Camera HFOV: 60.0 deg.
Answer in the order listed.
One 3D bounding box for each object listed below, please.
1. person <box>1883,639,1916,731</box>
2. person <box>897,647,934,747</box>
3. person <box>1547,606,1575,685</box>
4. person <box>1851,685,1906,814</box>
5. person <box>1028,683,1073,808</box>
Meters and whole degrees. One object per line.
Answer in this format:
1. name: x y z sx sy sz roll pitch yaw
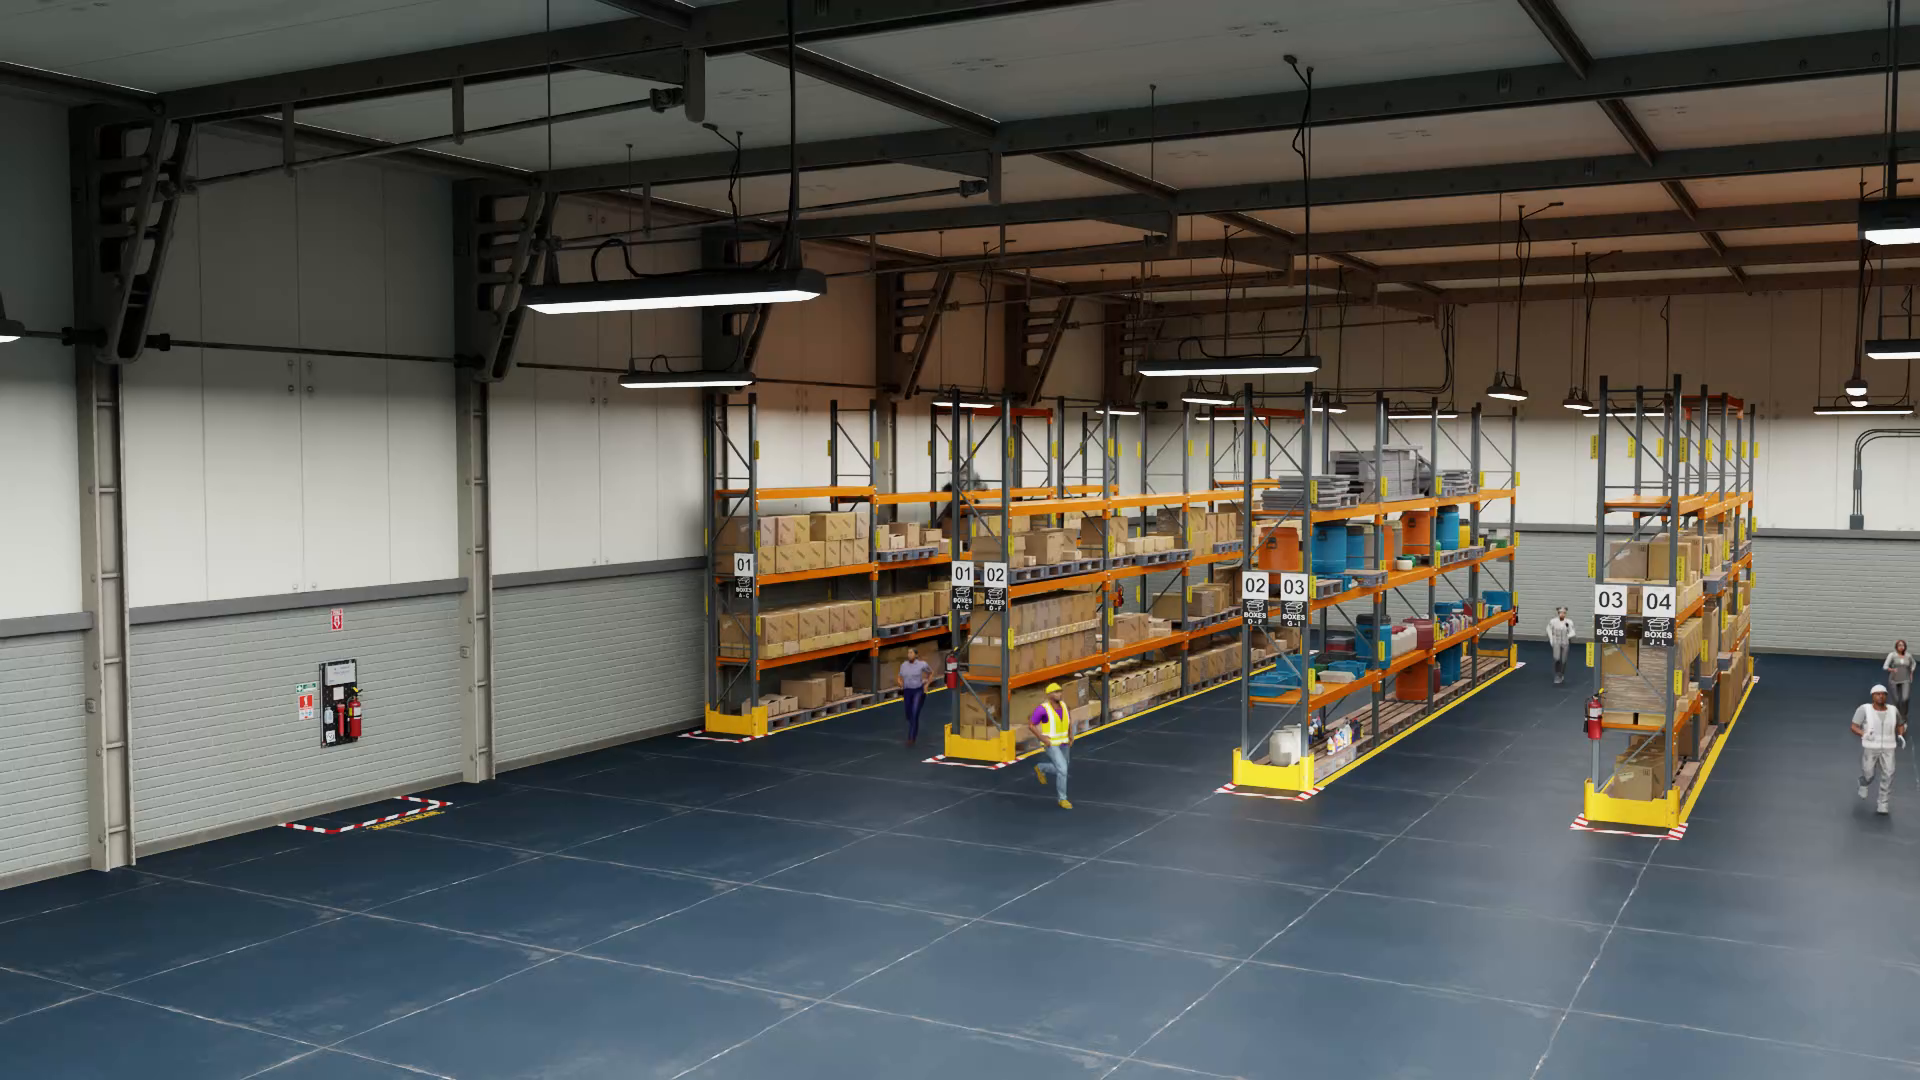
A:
1. person: 16.876 2.602 29.881 0.526 1.638 0.707 2 3 27
2. person: -0.765 2.655 28.463 0.615 1.655 0.914 1 3 20
3. person: 12.881 2.255 35.621 0.545 1.710 0.791 1 3 13
4. person: 12.756 2.883 23.093 0.692 1.746 0.789 1 3 15
5. person: 1.311 2.889 23.550 0.700 1.737 0.837 -3 4 -42
